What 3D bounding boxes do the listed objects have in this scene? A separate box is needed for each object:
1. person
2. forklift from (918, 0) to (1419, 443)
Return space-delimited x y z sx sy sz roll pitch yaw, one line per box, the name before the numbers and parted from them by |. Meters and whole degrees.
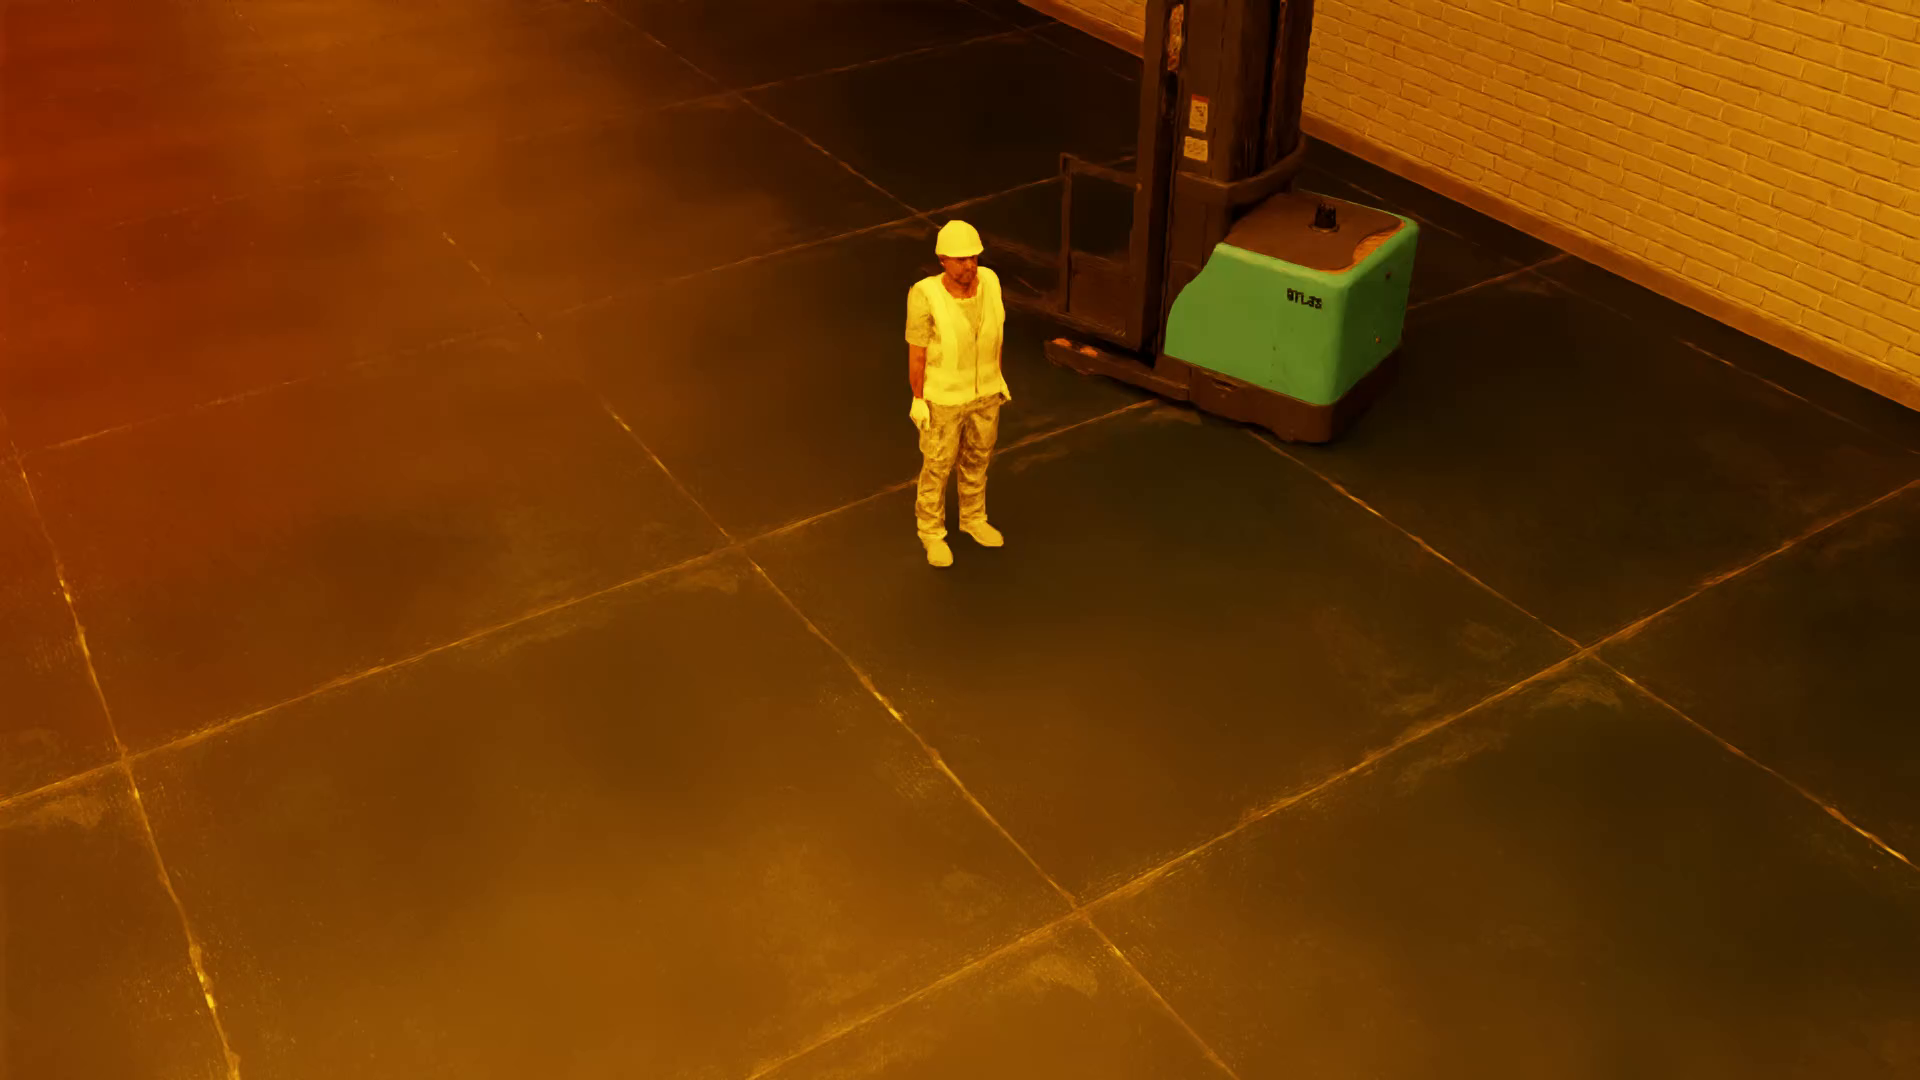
person | 0.008 -0.725 8.175 0.546 1.790 0.365 -21 40 -27
forklift | 1.135 -2.424 9.597 3.031 2.935 1.130 23 41 29
